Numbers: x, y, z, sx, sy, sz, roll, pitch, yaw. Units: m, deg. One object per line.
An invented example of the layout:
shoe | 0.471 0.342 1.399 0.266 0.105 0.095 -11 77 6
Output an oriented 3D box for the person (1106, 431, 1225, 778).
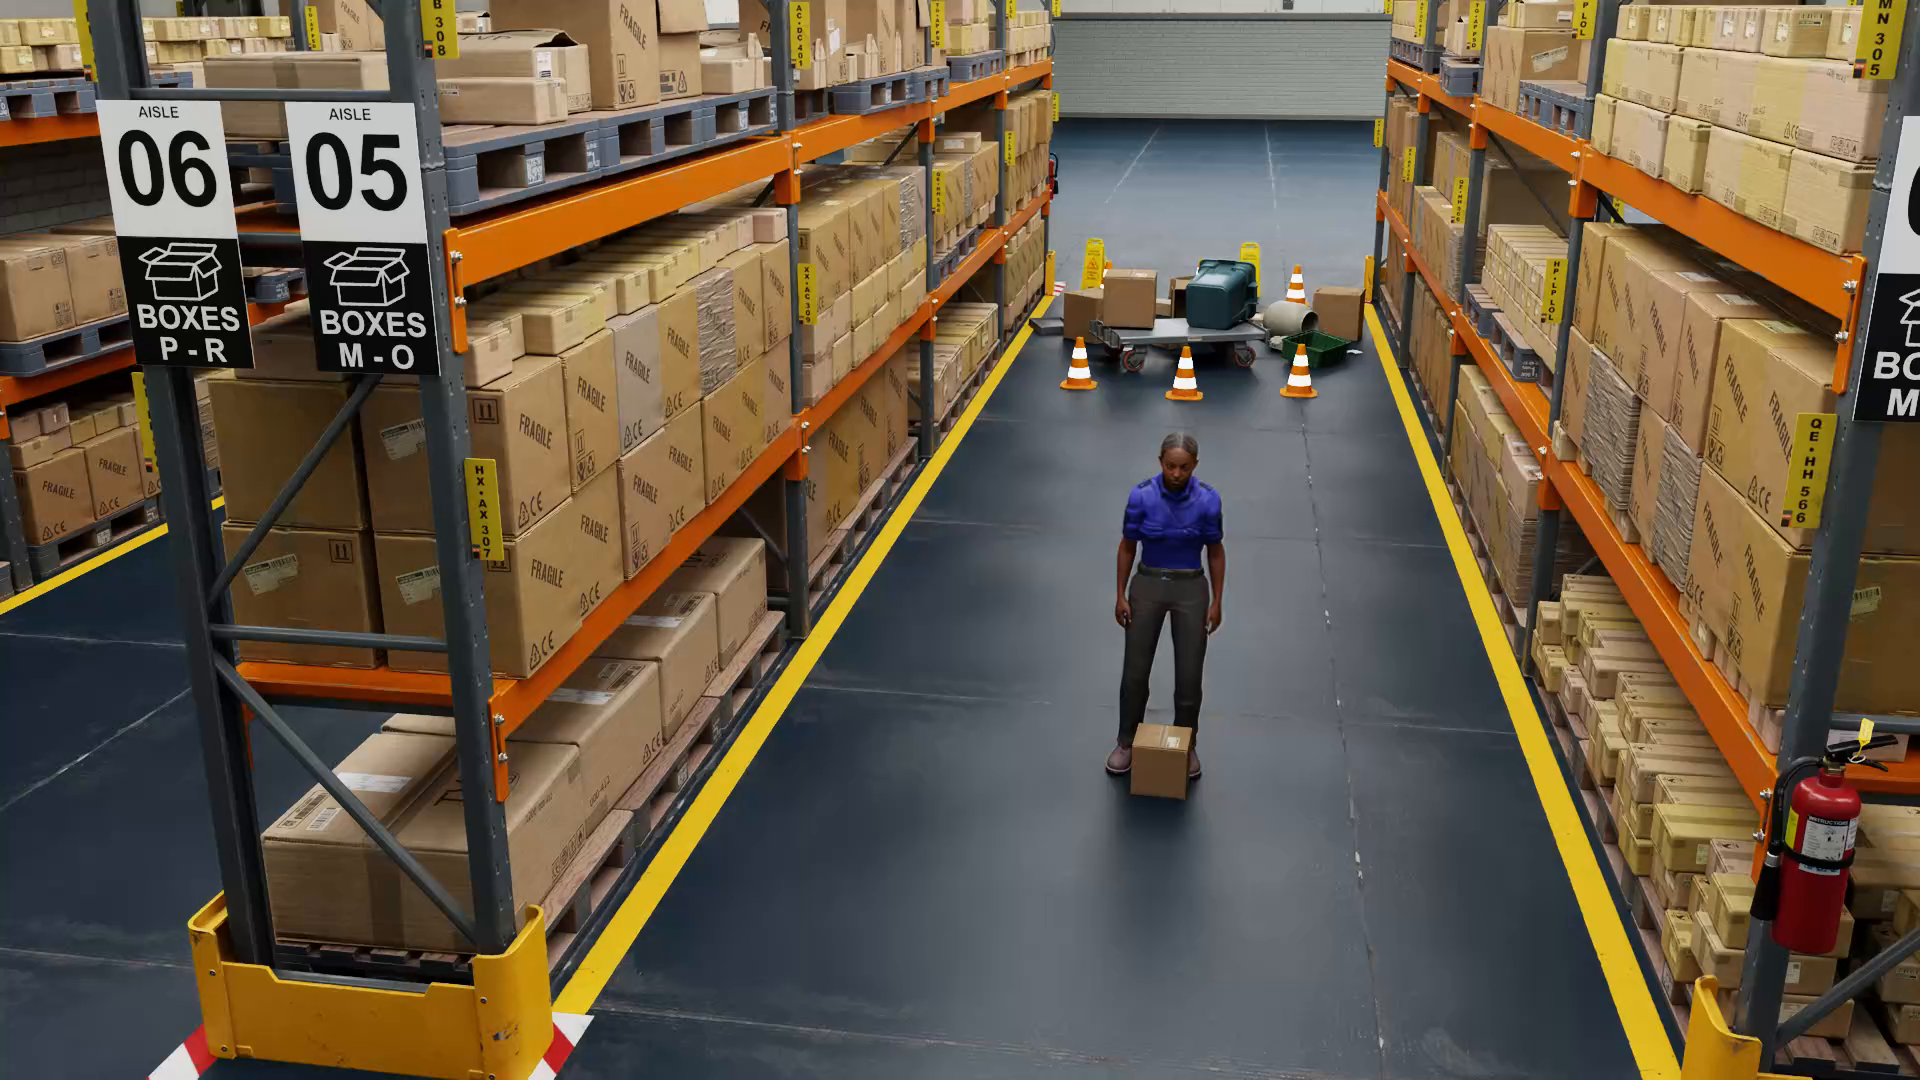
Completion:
person | 0.959 0.283 7.692 0.512 1.654 0.352 3 18 8
